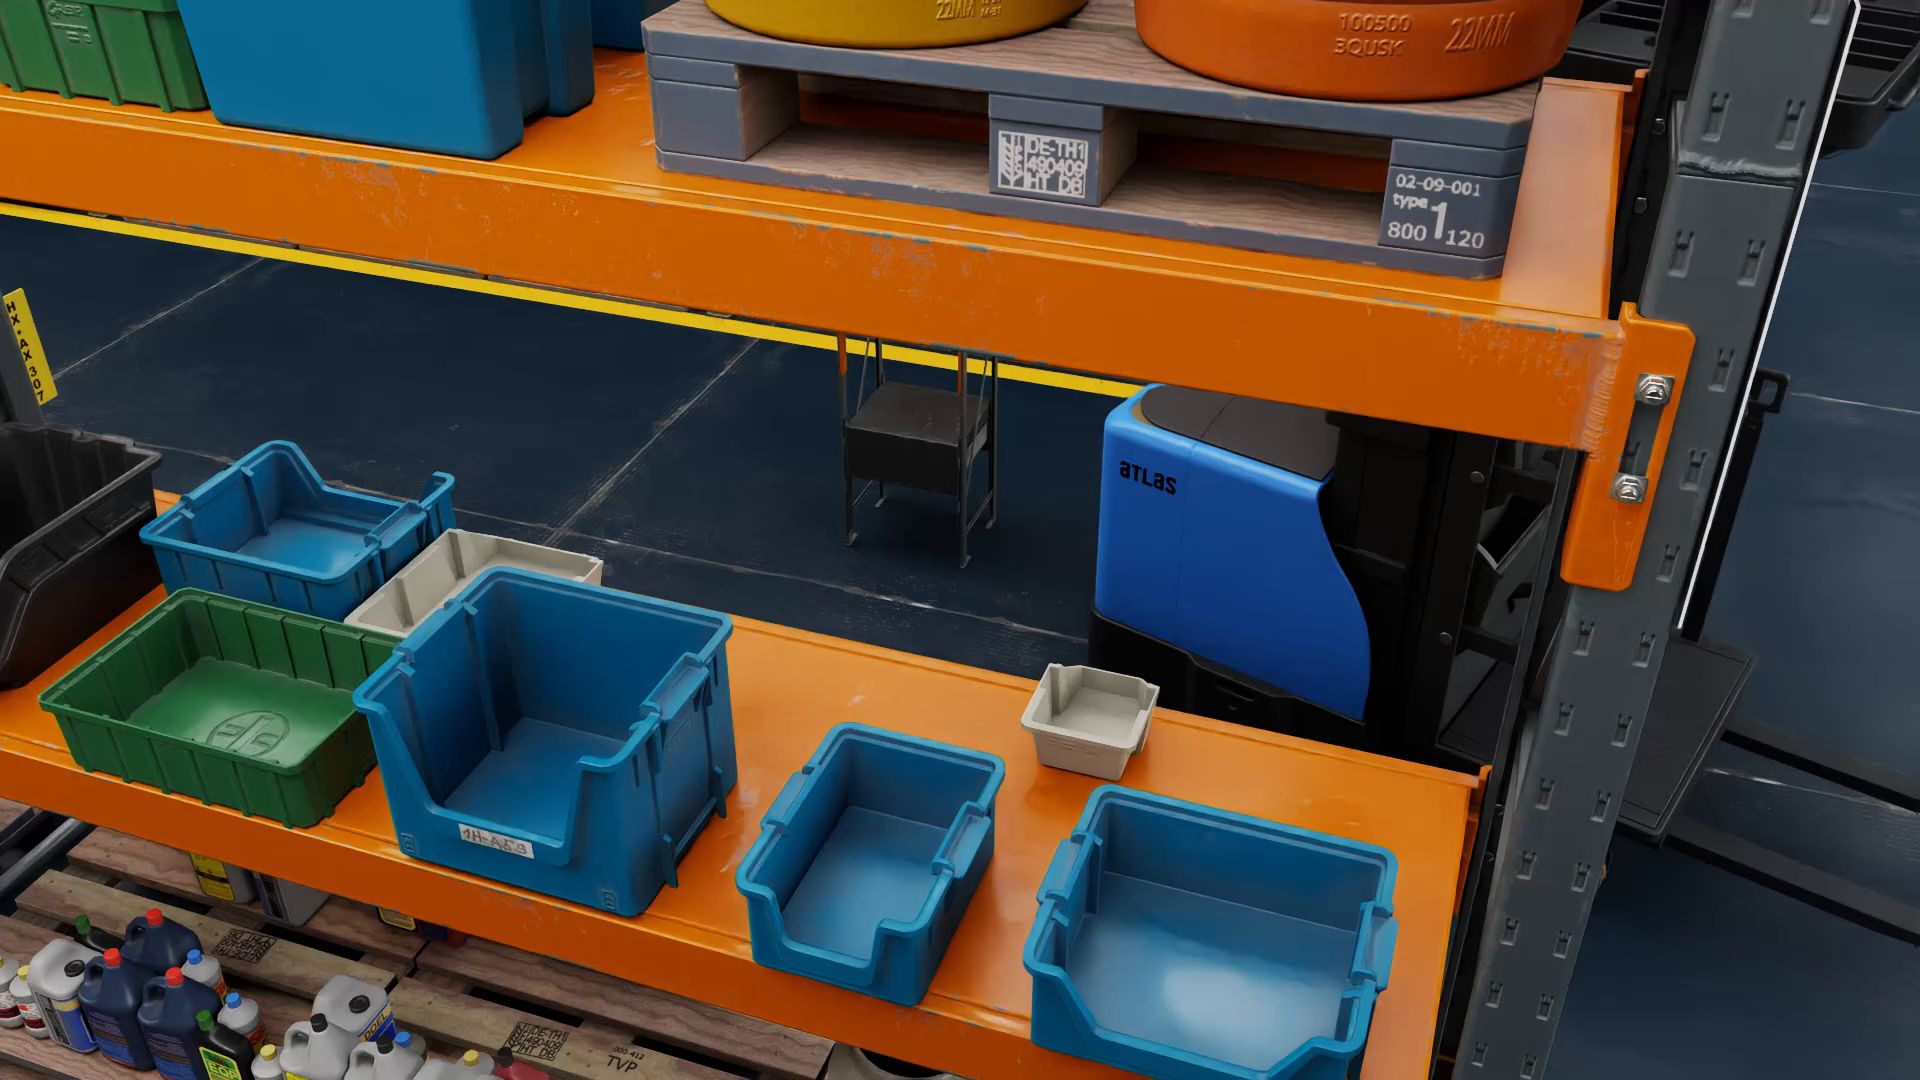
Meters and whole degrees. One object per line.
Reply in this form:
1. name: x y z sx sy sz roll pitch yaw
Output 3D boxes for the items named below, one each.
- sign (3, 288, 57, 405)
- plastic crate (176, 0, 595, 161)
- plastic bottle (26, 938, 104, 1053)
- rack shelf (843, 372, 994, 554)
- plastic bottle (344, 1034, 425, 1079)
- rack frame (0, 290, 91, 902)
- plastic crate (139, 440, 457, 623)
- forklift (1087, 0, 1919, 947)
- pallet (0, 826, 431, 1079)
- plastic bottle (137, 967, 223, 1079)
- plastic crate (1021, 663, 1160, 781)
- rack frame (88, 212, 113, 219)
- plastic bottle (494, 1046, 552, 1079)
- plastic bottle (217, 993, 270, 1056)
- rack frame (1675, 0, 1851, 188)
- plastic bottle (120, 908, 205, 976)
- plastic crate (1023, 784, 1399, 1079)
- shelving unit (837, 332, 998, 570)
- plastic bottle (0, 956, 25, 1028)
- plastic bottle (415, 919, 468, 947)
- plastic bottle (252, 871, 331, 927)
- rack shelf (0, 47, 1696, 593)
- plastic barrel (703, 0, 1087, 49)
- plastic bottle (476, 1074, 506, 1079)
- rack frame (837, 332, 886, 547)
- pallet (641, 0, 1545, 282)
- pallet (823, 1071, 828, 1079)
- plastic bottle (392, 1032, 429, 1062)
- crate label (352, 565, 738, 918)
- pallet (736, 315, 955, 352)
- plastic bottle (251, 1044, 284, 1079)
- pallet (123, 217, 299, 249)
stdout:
1. sign: -2.546 -0.517 4.531 0.005 0.325 0.100 11 34 16
2. plastic crate: -0.873 -0.839 2.533 0.575 0.384 0.392 11 34 16
3. plastic bottle: -2.276 1.165 4.286 0.135 0.276 0.152 12 35 18
4. rack shelf: -0.156 -0.313 6.614 0.480 0.518 0.431 11 34 16
5. plastic bottle: -1.369 1.312 3.989 0.185 0.351 0.144 12 35 18
6. rack frame: -2.742 -0.122 4.174 0.127 3.000 1.000 11 34 16
7. plastic crate: -1.608 0.004 4.115 0.616 0.251 0.499 11 34 16
8. forklift: 1.944 -0.470 4.776 3.031 2.935 1.130 22 39 30
9. pallet: -2.124 1.193 4.707 1.213 0.211 1.003 11 34 16
10. plastic bottle: -1.944 1.200 4.163 0.185 0.351 0.144 10 34 14
11. plastic crate: 0.290 0.392 3.620 0.250 0.136 0.298 11 34 16
12. rack frame: -4.836 -3.383 9.225 0.127 3.000 1.000 11 34 16
13. plastic bottle: -1.046 1.339 4.009 0.133 0.283 0.061 11 34 16
14. plastic bottle: -1.793 1.241 4.172 0.097 0.271 0.097 0 33 0
15. rack frame: 1.024 -1.911 1.413 0.127 3.000 1.000 11 34 16
16. plastic bottle: -2.073 1.092 4.330 0.185 0.351 0.144 11 34 16
17. plastic crate: 0.451 0.733 2.986 0.616 0.251 0.499 11 34 16
18. shelving unit: -0.156 -0.912 6.227 0.503 2.100 0.431 11 34 16
19. plastic bottle: -2.494 1.169 4.348 0.097 0.201 0.097 0 33 0
20. plastic bottle: -1.437 0.985 4.557 0.133 0.283 0.061 11 34 16
21. plastic bottle: -1.884 0.923 4.660 0.135 0.276 0.152 11 34 16
22. rack shelf: -0.859 -0.714 2.989 4.000 0.370 1.077 11 34 16
23. plastic barrel: -0.092 -1.050 2.284 0.600 0.588 0.600 0 33 0
24. plastic bottle: -1.081 1.397 3.927 0.135 0.276 0.152 11 35 17
25. rack frame: -0.386 -0.957 6.297 0.015 2.100 0.400 11 34 16
26. pallet: 0.278 -0.772 2.590 1.213 0.211 1.003 11 34 16
27. pallet: 0.173 1.640 4.015 1.213 0.211 1.003 11 34 16
28. plastic bottle: -1.370 1.305 4.138 0.097 0.201 0.097 0 33 0
29. crate label: -0.800 0.396 3.338 0.616 0.435 0.502 11 34 16
30. pallet: -0.427 -1.375 8.685 1.213 0.211 1.003 11 34 16
31. plastic bottle: -1.686 1.326 4.104 0.097 0.201 0.097 0 33 0
32. pallet: -4.101 -2.068 9.758 1.213 0.211 1.003 11 34 16
